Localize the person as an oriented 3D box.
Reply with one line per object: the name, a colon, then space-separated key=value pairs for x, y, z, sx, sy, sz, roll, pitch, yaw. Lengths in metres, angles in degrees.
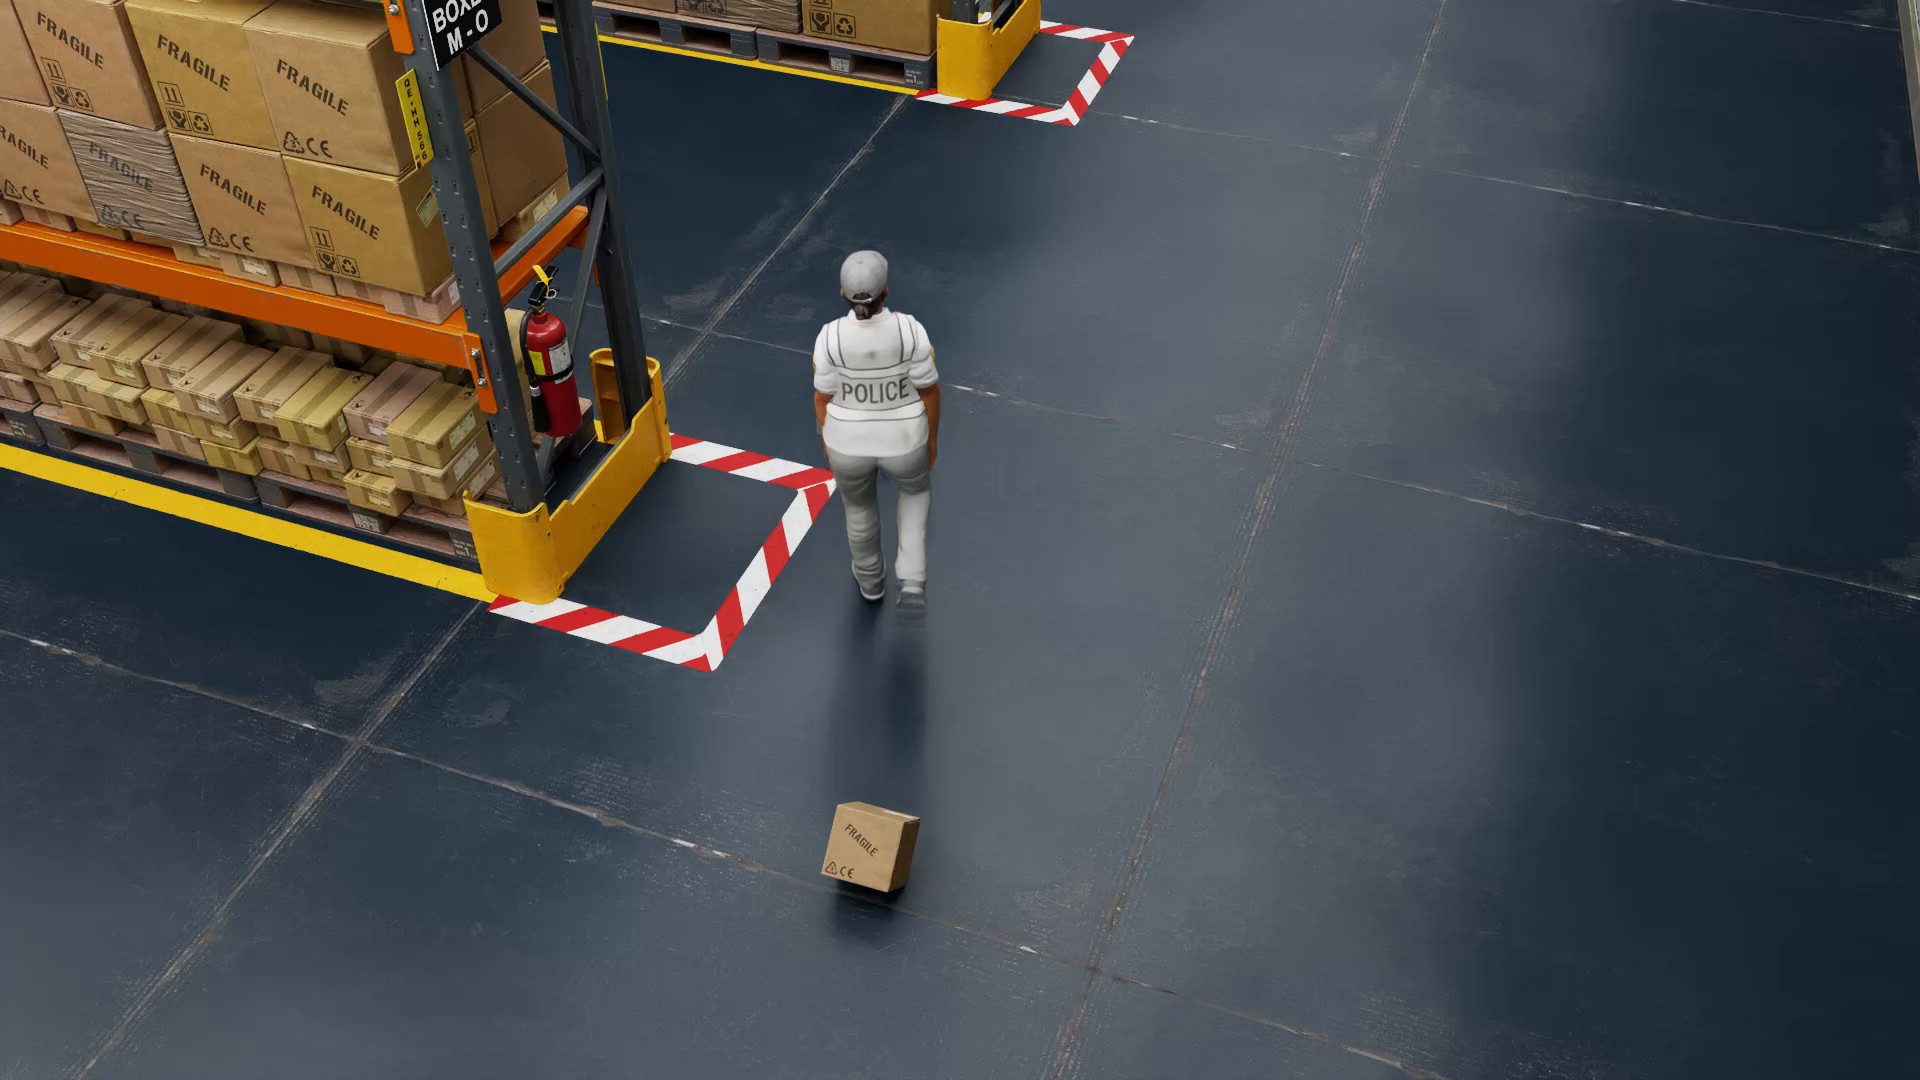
person: x=-0.317 y=-0.372 z=6.541 sx=0.488 sy=1.650 sz=0.538 roll=-4 pitch=42 yaw=-5
